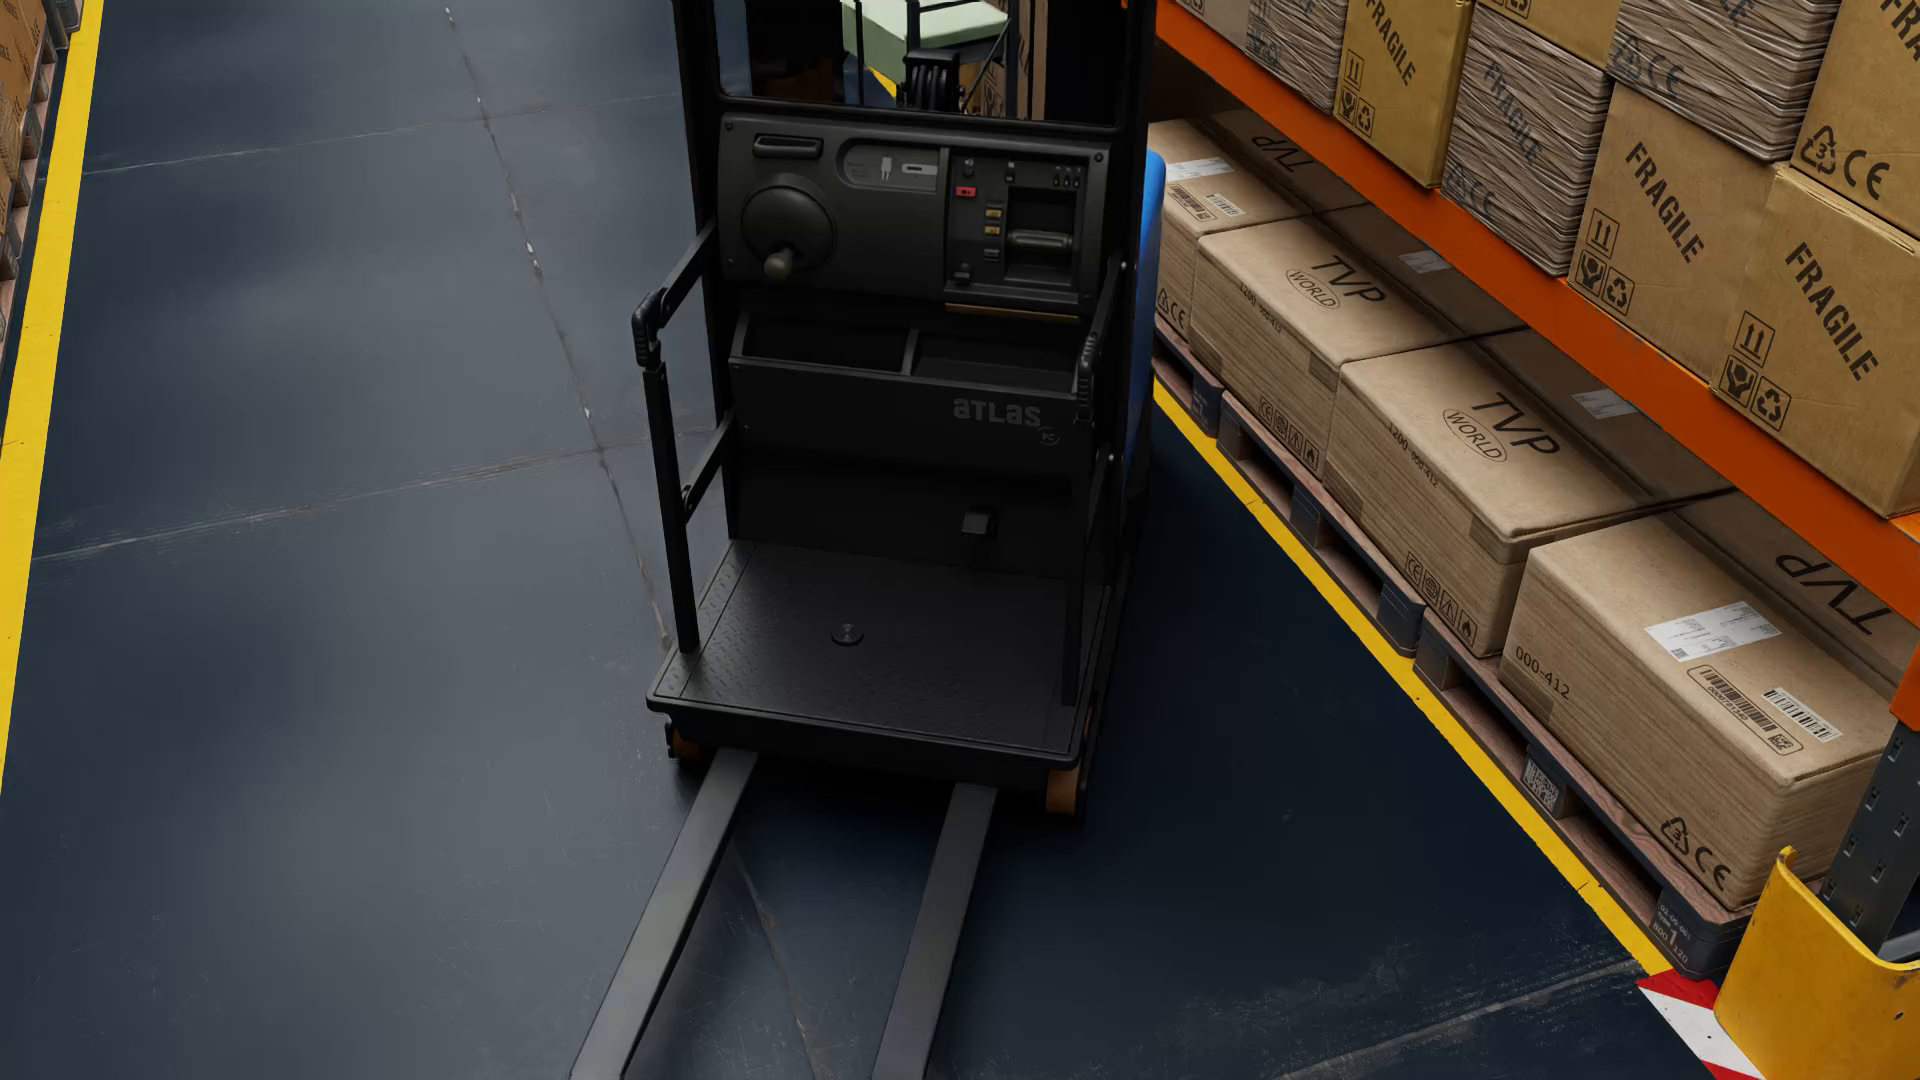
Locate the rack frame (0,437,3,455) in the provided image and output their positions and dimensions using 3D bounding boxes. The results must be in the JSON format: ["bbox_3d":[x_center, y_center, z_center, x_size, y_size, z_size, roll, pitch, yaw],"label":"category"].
[{"bbox_3d":[-3.729,-1.398,4.613,1.000,3.000,0.127,-12,39,-16],"label":"rack frame"}]

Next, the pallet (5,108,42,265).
[{"bbox_3d":[-4.468,-1.426,6.968,1.003,0.211,1.213,-12,39,-16],"label":"pallet"}]

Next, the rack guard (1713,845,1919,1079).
[{"bbox_3d":[2.315,0.844,3.714,1.175,0.500,0.348,-12,39,-16],"label":"rack guard"}]

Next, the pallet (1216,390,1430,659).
[{"bbox_3d":[1.542,-0.178,5.311,1.003,0.211,1.213,-12,39,-16],"label":"pallet"}]

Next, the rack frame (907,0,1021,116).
[{"bbox_3d":[0.012,-1.154,5.535,0.400,1.500,0.023,-20,42,-25],"label":"rack frame"}]

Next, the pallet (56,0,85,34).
[{"bbox_3d":[-5.352,-3.017,9.080,1.003,0.211,1.213,-12,39,-16],"label":"pallet"}]

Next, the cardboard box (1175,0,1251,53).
[{"bbox_3d":[1.015,-1.863,5.148,0.500,0.500,0.500,-12,39,-16],"label":"cardboard box"}]

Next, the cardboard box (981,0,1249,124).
[{"bbox_3d":[0.642,-2.081,6.936,0.875,0.875,0.875,-11,38,-15],"label":"cardboard box"}]

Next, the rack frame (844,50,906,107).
[{"bbox_3d":[-0.367,-1.533,6.033,0.400,1.500,0.023,-20,42,-25],"label":"rack frame"}]

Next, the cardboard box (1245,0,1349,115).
[{"bbox_3d":[1.180,-1.581,4.773,0.500,0.500,0.500,-12,39,-16],"label":"cardboard box"}]

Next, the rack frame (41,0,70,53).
[{"bbox_3d":[-5.105,-3.658,7.613,1.000,3.000,0.127,-12,39,-16],"label":"rack frame"}]

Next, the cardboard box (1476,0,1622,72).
[{"bbox_3d":[1.543,-1.400,3.701,0.500,0.500,0.500,-13,39,-16],"label":"cardboard box"}]

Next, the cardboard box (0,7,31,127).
[{"bbox_3d":[-4.413,-2.053,7.211,0.500,0.500,0.500,-11,38,-14],"label":"cardboard box"}]

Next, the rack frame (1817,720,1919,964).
[{"bbox_3d":[2.307,-0.168,2.980,1.000,3.000,0.127,-12,39,-16],"label":"rack frame"}]

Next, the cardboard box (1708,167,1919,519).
[{"bbox_3d":[1.892,-0.426,3.239,0.500,0.500,0.500,-12,39,-16],"label":"cardboard box"}]

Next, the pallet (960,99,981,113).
[{"bbox_3d":[0.594,-1.734,7.377,1.003,0.211,1.213,-12,39,-16],"label":"pallet"}]

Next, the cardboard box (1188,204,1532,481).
[{"bbox_3d":[1.354,-0.690,5.453,0.875,0.438,0.875,-14,39,-17],"label":"cardboard box"}]

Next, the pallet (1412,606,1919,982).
[{"bbox_3d":[1.958,0.510,4.397,1.003,0.211,1.213,-12,39,-16],"label":"pallet"}]

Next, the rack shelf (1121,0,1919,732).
[{"bbox_3d":[1.618,-1.011,4.697,1.077,0.370,4.000,-12,39,-16],"label":"rack shelf"}]

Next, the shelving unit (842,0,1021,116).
[{"bbox_3d":[-0.178,-1.343,5.784,0.431,1.500,0.755,-20,42,-25],"label":"shelving unit"}]

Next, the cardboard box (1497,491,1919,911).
[{"bbox_3d":[1.986,0.335,4.092,0.875,0.438,0.875,-14,39,-17],"label":"cardboard box"}]

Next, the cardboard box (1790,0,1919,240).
[{"bbox_3d":[1.917,-0.831,2.945,0.500,0.500,0.500,-11,38,-14],"label":"cardboard box"}]

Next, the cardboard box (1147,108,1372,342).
[{"bbox_3d":[1.046,-1.195,6.124,0.875,0.438,0.875,-13,39,-17],"label":"cardboard box"}]

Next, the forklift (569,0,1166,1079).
[{"bbox_3d":[-0.160,-0.704,3.748,1.130,2.935,3.031,7,38,9],"label":"forklift"}]

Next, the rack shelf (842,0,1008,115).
[{"bbox_3d":[-0.176,-1.655,5.549,0.431,0.370,0.720,-20,42,-25],"label":"rack shelf"}]

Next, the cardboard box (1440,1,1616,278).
[{"bbox_3d":[1.547,-1.001,4.003,0.500,0.500,0.500,-11,38,-15],"label":"cardboard box"}]

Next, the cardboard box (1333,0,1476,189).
[{"bbox_3d":[1.358,-1.290,4.386,0.500,0.500,0.500,-11,38,-15],"label":"cardboard box"}]

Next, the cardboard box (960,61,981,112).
[{"bbox_3d":[0.324,-2.589,7.611,0.875,0.875,0.875,-11,38,-15],"label":"cardboard box"}]

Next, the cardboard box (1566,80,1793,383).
[{"bbox_3d":[1.734,-0.713,3.620,0.500,0.500,0.500,-13,39,-17],"label":"cardboard box"}]

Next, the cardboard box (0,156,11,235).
[{"bbox_3d":[-4.044,-1.469,6.435,0.500,0.500,0.500,-14,39,-17],"label":"cardboard box"}]

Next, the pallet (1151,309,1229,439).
[{"bbox_3d":[1.118,-0.868,6.227,1.003,0.211,1.213,-12,39,-16],"label":"pallet"}]

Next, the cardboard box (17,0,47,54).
[{"bbox_3d":[-4.758,-2.633,7.981,0.500,0.500,0.500,-11,38,-15],"label":"cardboard box"}]

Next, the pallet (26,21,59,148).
[{"bbox_3d":[-4.884,-2.114,7.882,1.003,0.211,1.213,-12,39,-16],"label":"pallet"}]

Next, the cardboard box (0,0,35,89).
[{"bbox_3d":[-4.596,-2.348,7.602,0.500,0.500,0.500,-13,39,-17],"label":"cardboard box"}]

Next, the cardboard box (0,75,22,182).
[{"bbox_3d":[-4.217,-1.763,6.826,0.500,0.500,0.500,-14,39,-18],"label":"cardboard box"}]

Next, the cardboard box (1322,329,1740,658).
[{"bbox_3d":[1.663,-0.180,4.776,0.875,0.438,0.875,-11,38,-15],"label":"cardboard box"}]

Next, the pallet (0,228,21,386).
[{"bbox_3d":[-4.044,-0.736,6.052,1.003,0.211,1.213,-12,39,-16],"label":"pallet"}]

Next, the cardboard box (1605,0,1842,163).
[{"bbox_3d":[1.710,-1.120,3.329,0.500,0.500,0.500,-12,39,-16],"label":"cardboard box"}]
